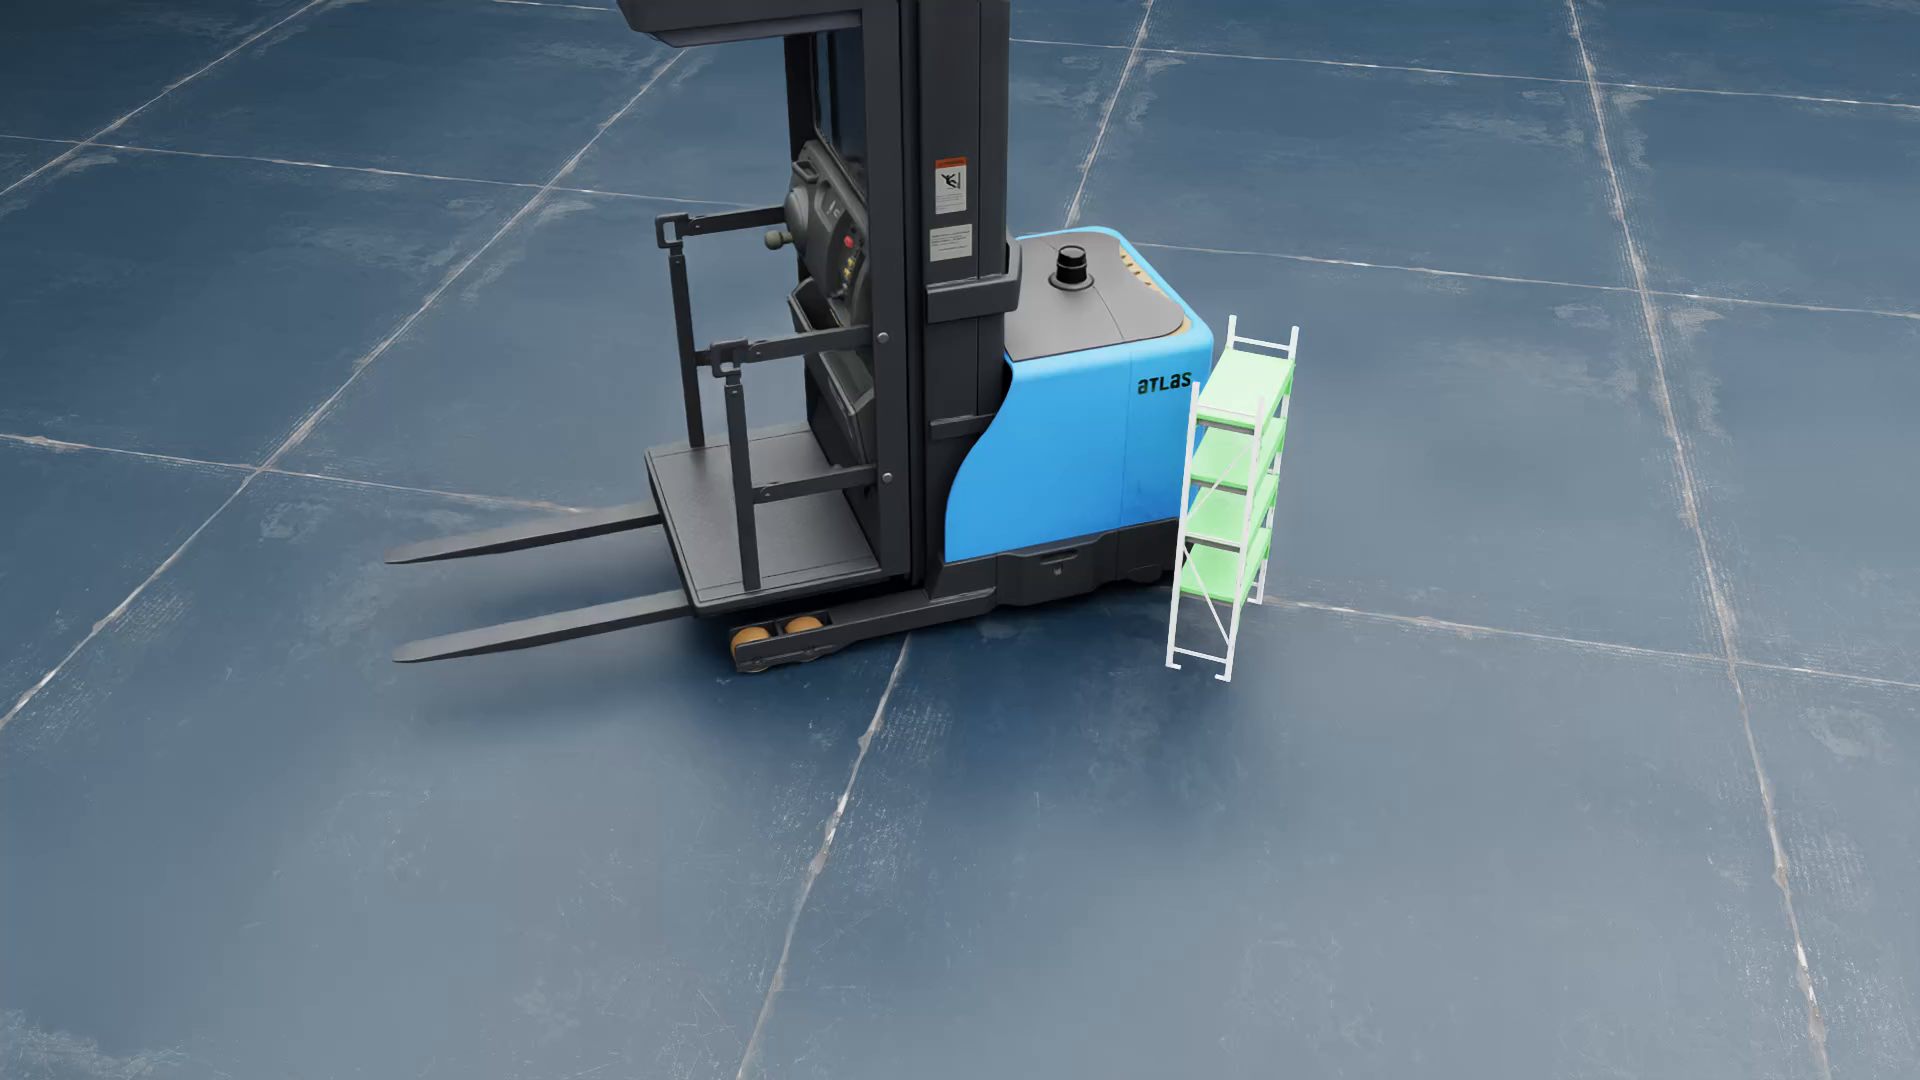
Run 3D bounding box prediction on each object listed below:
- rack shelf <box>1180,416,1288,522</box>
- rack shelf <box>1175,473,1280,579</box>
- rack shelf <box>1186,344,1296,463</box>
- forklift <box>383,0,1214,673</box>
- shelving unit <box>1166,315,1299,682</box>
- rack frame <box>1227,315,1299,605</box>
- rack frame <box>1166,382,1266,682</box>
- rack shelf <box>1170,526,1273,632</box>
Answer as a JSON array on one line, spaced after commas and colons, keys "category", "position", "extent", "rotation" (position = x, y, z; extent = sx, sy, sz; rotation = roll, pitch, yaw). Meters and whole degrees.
[{"category": "rack shelf", "position": [0.960, -0.276, 5.809], "extent": [0.258, 0.148, 0.480], "rotation": [13, 38, 17]}, {"category": "rack shelf", "position": [0.960, -0.082, 5.950], "extent": [0.258, 0.148, 0.480], "rotation": [13, 38, 17]}, {"category": "rack shelf", "position": [0.960, -0.471, 5.668], "extent": [0.258, 0.148, 0.480], "rotation": [13, 38, 17]}, {"category": "forklift", "position": [-0.645, -1.051, 5.703], "extent": [3.031, 2.935, 1.130], "rotation": [-11, 37, -15]}, {"category": "shelving unit", "position": [0.960, -0.134, 5.912], "extent": [0.258, 1.200, 0.503], "rotation": [13, 38, 17]}, {"category": "rack frame", "position": [1.050, -0.267, 6.096], "extent": [0.240, 1.200, 0.015], "rotation": [13, 38, 17]}, {"category": "rack frame", "position": [0.870, -0.001, 5.728], "extent": [0.240, 1.200, 0.015], "rotation": [13, 38, 17]}, {"category": "rack shelf", "position": [0.960, 0.112, 6.090], "extent": [0.258, 0.148, 0.480], "rotation": [13, 38, 17]}]
